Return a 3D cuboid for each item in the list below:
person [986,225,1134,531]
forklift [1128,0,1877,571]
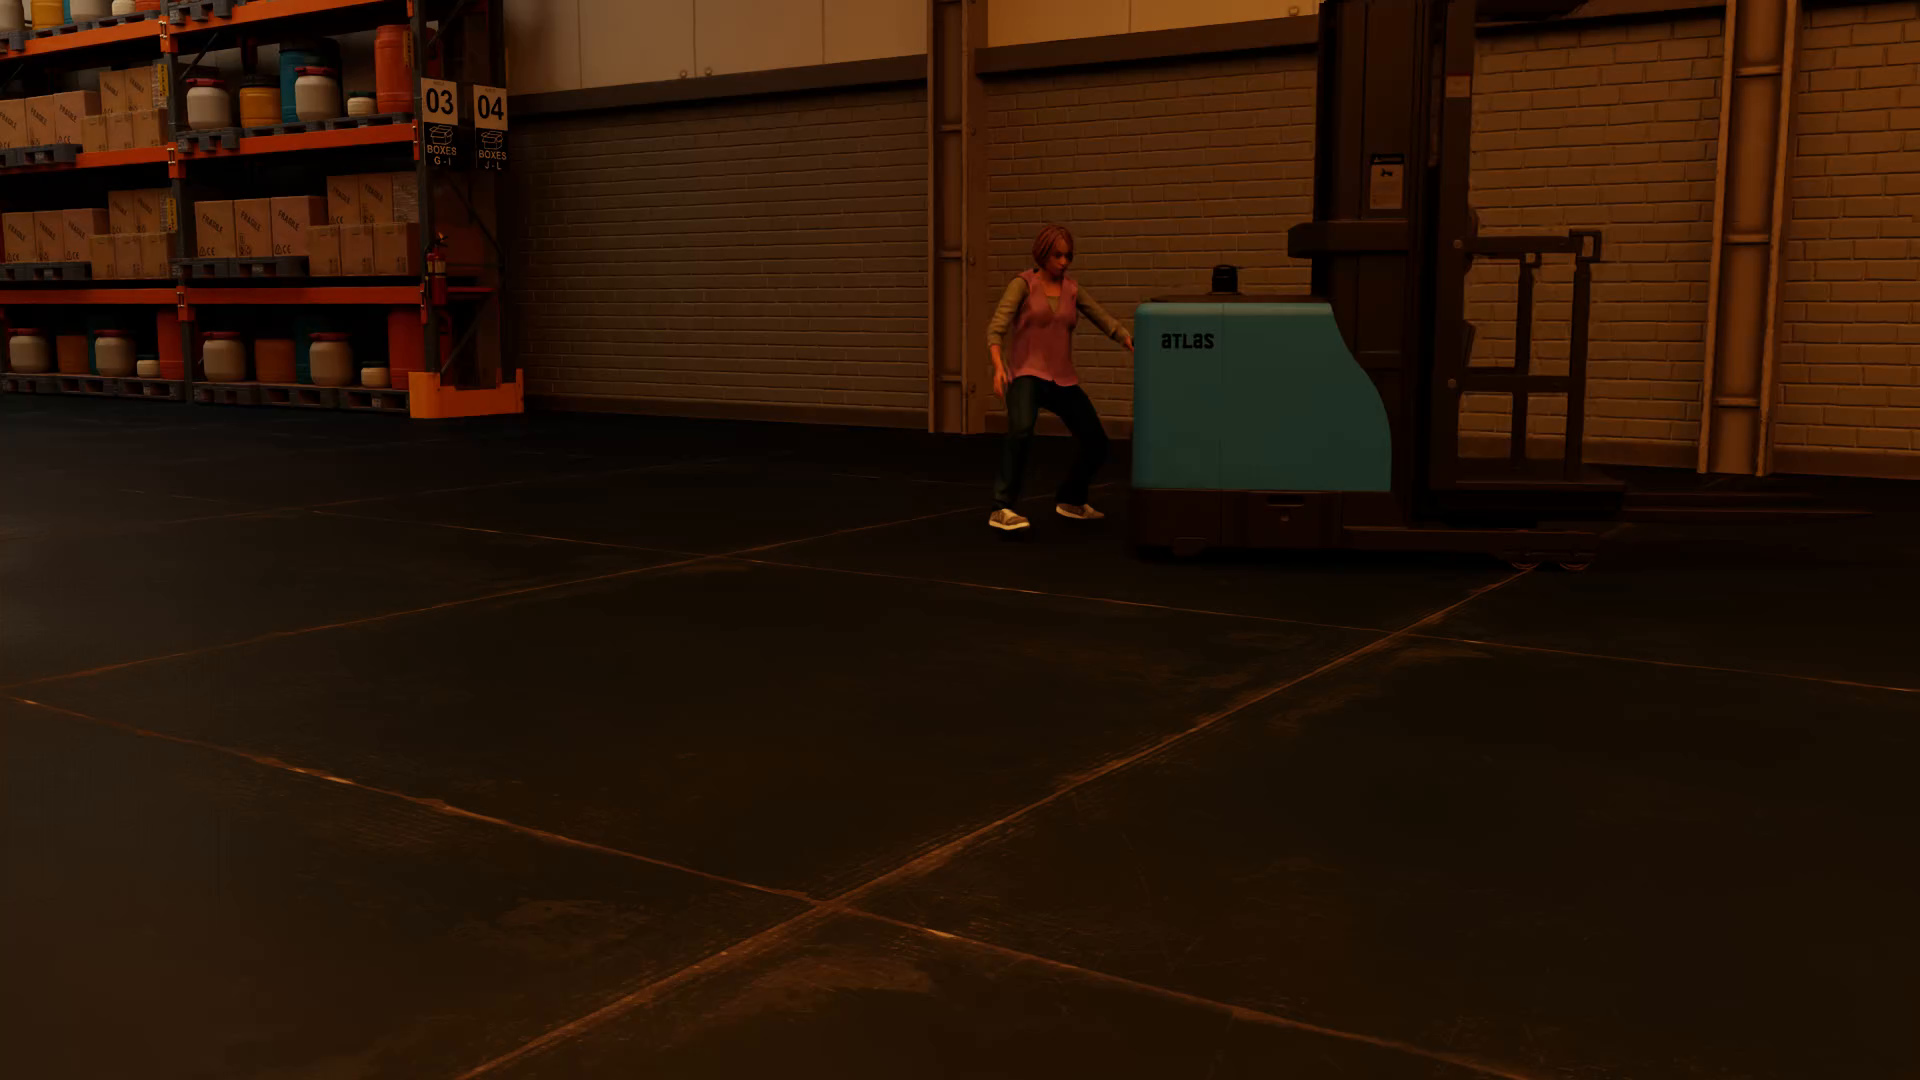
[{"bbox_3d":[0.468,-0.761,7.947,0.848,1.470,0.731,-3,9,-22],"label":"person"},{"bbox_3d":[2.262,-1.405,7.075,3.031,2.935,1.130,1,8,6],"label":"forklift"}]
